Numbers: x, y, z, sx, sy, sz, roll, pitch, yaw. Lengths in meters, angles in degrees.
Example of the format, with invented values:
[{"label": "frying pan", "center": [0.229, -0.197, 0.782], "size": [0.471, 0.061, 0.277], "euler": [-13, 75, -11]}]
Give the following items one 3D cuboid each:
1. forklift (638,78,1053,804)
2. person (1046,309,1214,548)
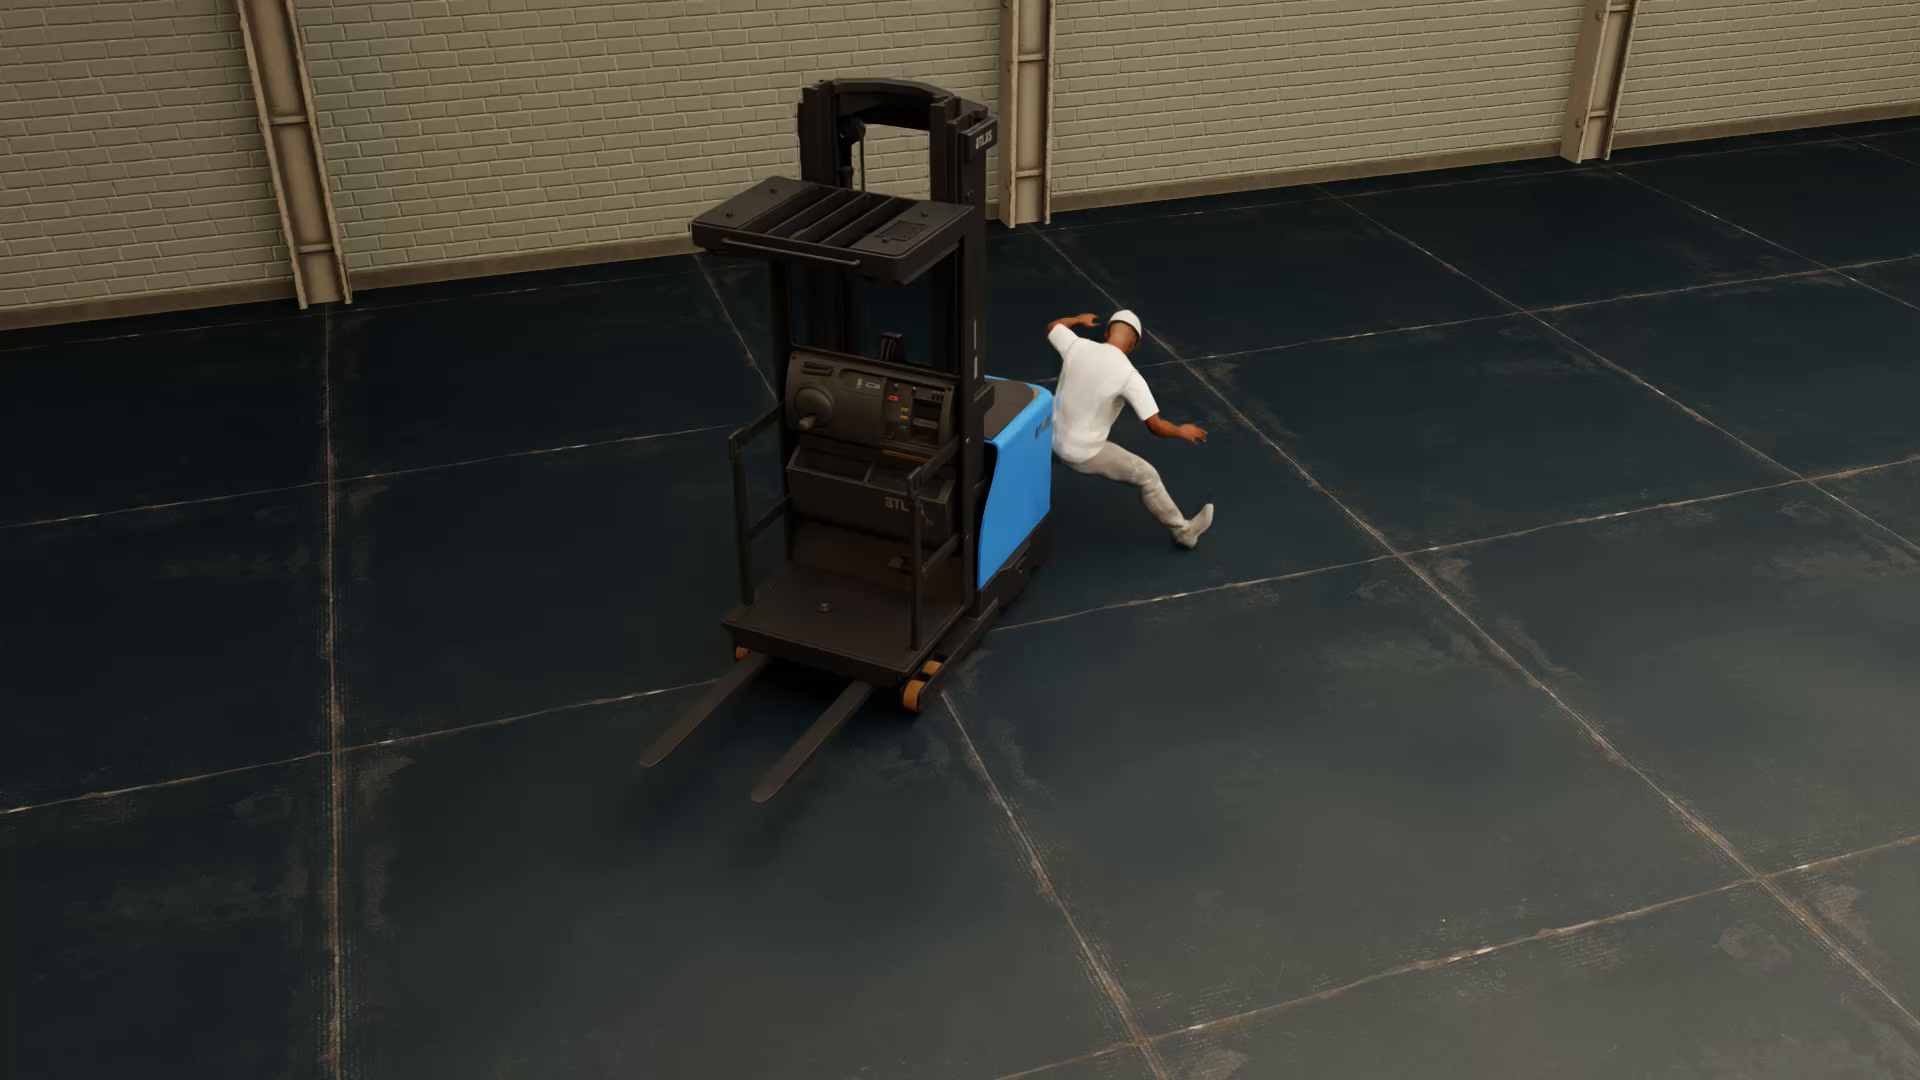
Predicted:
[{"label": "forklift", "center": [-0.550, -0.639, 8.198], "size": [1.130, 2.935, 3.031], "euler": [13, 33, 22]}, {"label": "person", "center": [0.815, -0.701, 9.865], "size": [0.878, 1.378, 1.312], "euler": [-18, 35, -29]}]
